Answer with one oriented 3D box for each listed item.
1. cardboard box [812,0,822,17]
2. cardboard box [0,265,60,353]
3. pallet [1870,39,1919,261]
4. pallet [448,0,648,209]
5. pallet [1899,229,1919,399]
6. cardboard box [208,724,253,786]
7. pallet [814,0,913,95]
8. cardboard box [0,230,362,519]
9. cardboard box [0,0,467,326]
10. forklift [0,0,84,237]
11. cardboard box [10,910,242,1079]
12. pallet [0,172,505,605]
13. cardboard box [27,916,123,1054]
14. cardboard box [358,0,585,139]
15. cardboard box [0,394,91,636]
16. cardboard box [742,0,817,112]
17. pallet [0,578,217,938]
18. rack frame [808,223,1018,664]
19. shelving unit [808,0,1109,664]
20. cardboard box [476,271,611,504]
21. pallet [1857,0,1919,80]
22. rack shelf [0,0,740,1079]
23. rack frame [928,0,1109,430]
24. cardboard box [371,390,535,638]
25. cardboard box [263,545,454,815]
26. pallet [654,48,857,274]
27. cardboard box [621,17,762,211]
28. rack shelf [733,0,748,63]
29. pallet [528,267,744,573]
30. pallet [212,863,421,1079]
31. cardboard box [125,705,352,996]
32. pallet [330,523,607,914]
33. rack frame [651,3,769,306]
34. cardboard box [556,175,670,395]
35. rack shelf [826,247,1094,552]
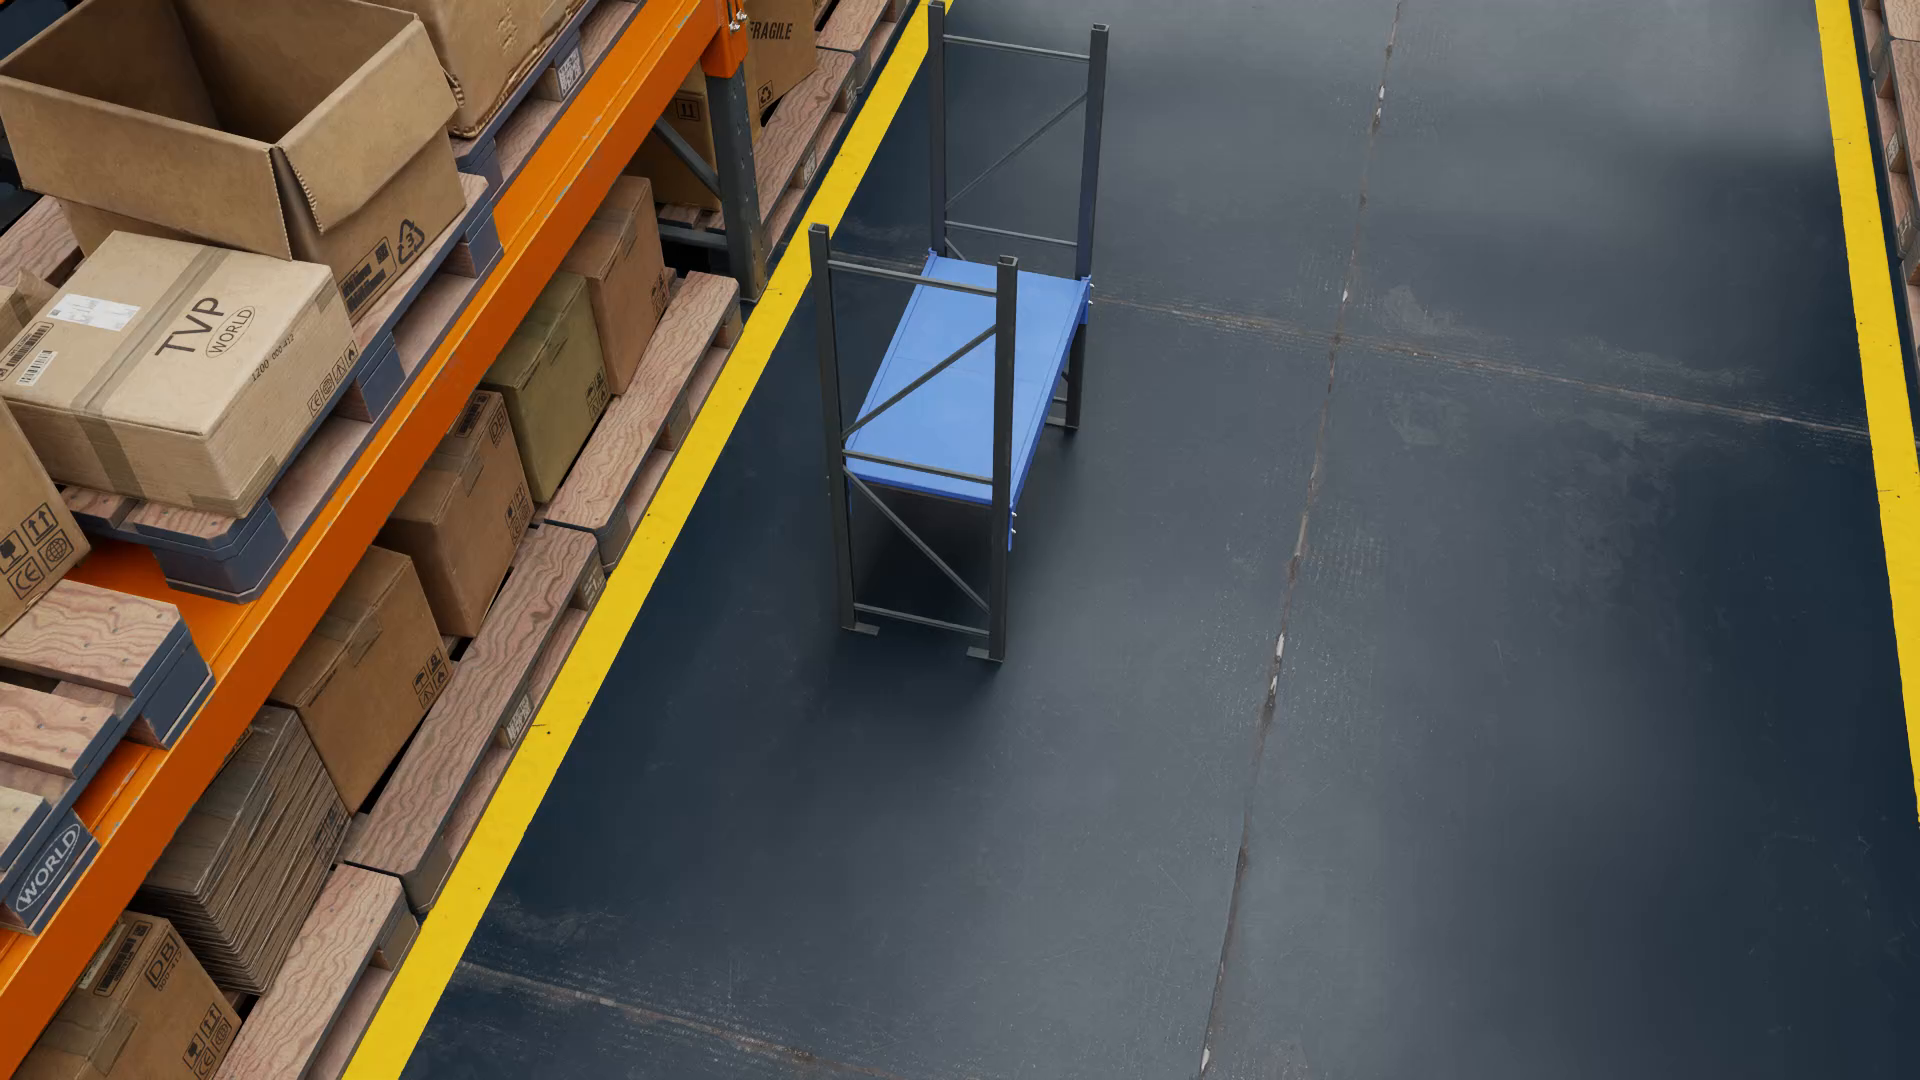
[{"bbox_3d":[-0.823,-2.455,6.803,0.500,0.500,0.500,8,49,7],"label":"cardboard box"},{"bbox_3d":[-2.072,-0.442,3.449,0.396,0.266,0.258,10,49,9],"label":"cardboard box"},{"bbox_3d":[4.116,-1.444,6.384,1.003,0.211,1.213,12,50,10],"label":"pallet"},{"bbox_3d":[-1.540,-1.394,4.607,1.003,0.211,1.213,12,50,10],"label":"pallet"},{"bbox_3d":[3.797,-0.559,5.602,1.003,0.211,1.213,12,50,10],"label":"pallet"},{"bbox_3d":[-1.974,0.469,3.709,0.500,0.250,0.500,17,51,14],"label":"cardboard box"},{"bbox_3d":[-0.736,-2.437,7.260,1.003,0.211,1.213,12,50,10],"label":"pallet"},{"bbox_3d":[-1.588,-0.344,3.373,0.500,0.250,0.500,10,49,9],"label":"cardboard box"},{"bbox_3d":[-1.565,-0.882,3.679,0.797,0.503,0.637,16,51,14],"label":"cardboard box"},{"bbox_3d":[-2.945,-2.361,5.379,1.130,2.935,3.031,14,50,12],"label":"forklift"},{"bbox_3d":[-2.094,1.105,3.648,0.700,0.500,0.500,9,49,8],"label":"cardboard box"},{"bbox_3d":[-1.769,-0.465,3.787,1.003,0.211,1.213,12,50,10],"label":"pallet"},{"bbox_3d":[-2.103,0.855,3.369,0.500,0.250,0.500,13,50,12],"label":"cardboard box"},{"bbox_3d":[-1.542,-1.772,4.133,1.000,1.000,1.000,12,50,10],"label":"cardboard box"},{"bbox_3d":[-2.097,-0.082,2.975,0.700,0.500,0.500,18,51,16],"label":"cardboard box"},{"bbox_3d":[-0.911,-1.990,6.393,0.500,0.500,0.500,27,54,22],"label":"cardboard box"},{"bbox_3d":[-2.166,0.439,2.990,1.213,0.211,1.003,12,50,10],"label":"pallet"},{"bbox_3d":[-0.111,-0.190,4.418,0.500,1.500,0.032,12,50,10],"label":"rack frame"},{"bbox_3d":[0.022,-0.558,4.742,0.538,1.500,1.048,12,50,10],"label":"shelving unit"},{"bbox_3d":[-1.524,-0.519,5.081,0.700,0.500,0.500,11,50,10],"label":"cardboard box"},{"bbox_3d":[4.439,-2.324,7.160,1.003,0.211,1.213,12,50,10],"label":"pallet"},{"bbox_3d":[-1.724,-0.297,3.991,1.077,0.370,4.000,12,50,10],"label":"rack shelf"},{"bbox_3d":[0.156,-0.926,5.067,0.500,1.500,0.032,12,50,10],"label":"rack frame"},{"bbox_3d":[-1.671,-0.114,4.724,0.700,0.500,0.500,8,49,7],"label":"cardboard box"},{"bbox_3d":[-1.818,0.290,4.367,0.700,0.500,0.500,15,50,13],"label":"cardboard box"},{"bbox_3d":[-1.055,-1.551,6.478,1.003,0.211,1.213,12,50,10],"label":"pallet"},{"bbox_3d":[-1.054,-1.575,6.026,0.500,0.500,0.500,10,49,9],"label":"cardboard box"},{"bbox_3d":[-0.672,-3.190,6.545,1.077,0.370,4.000,12,50,10],"label":"rack shelf"},{"bbox_3d":[-1.402,-0.495,5.546,1.003,0.211,1.213,12,50,10],"label":"pallet"},{"bbox_3d":[-2.044,1.270,3.989,1.003,0.211,1.213,12,50,10],"label":"pallet"},{"bbox_3d":[-1.960,0.701,4.004,0.700,0.500,0.500,8,49,7],"label":"cardboard box"},{"bbox_3d":[-1.721,0.390,4.765,1.003,0.211,1.213,12,50,10],"label":"pallet"},{"bbox_3d":[-1.198,-1.981,4.998,1.000,3.000,0.127,12,50,10],"label":"rack frame"},{"bbox_3d":[-1.380,-0.860,5.382,0.700,0.500,0.500,8,49,7],"label":"cardboard box"},{"bbox_3d":[0.022,-0.439,4.877,0.538,0.185,1.000,12,50,10],"label":"rack shelf"}]
